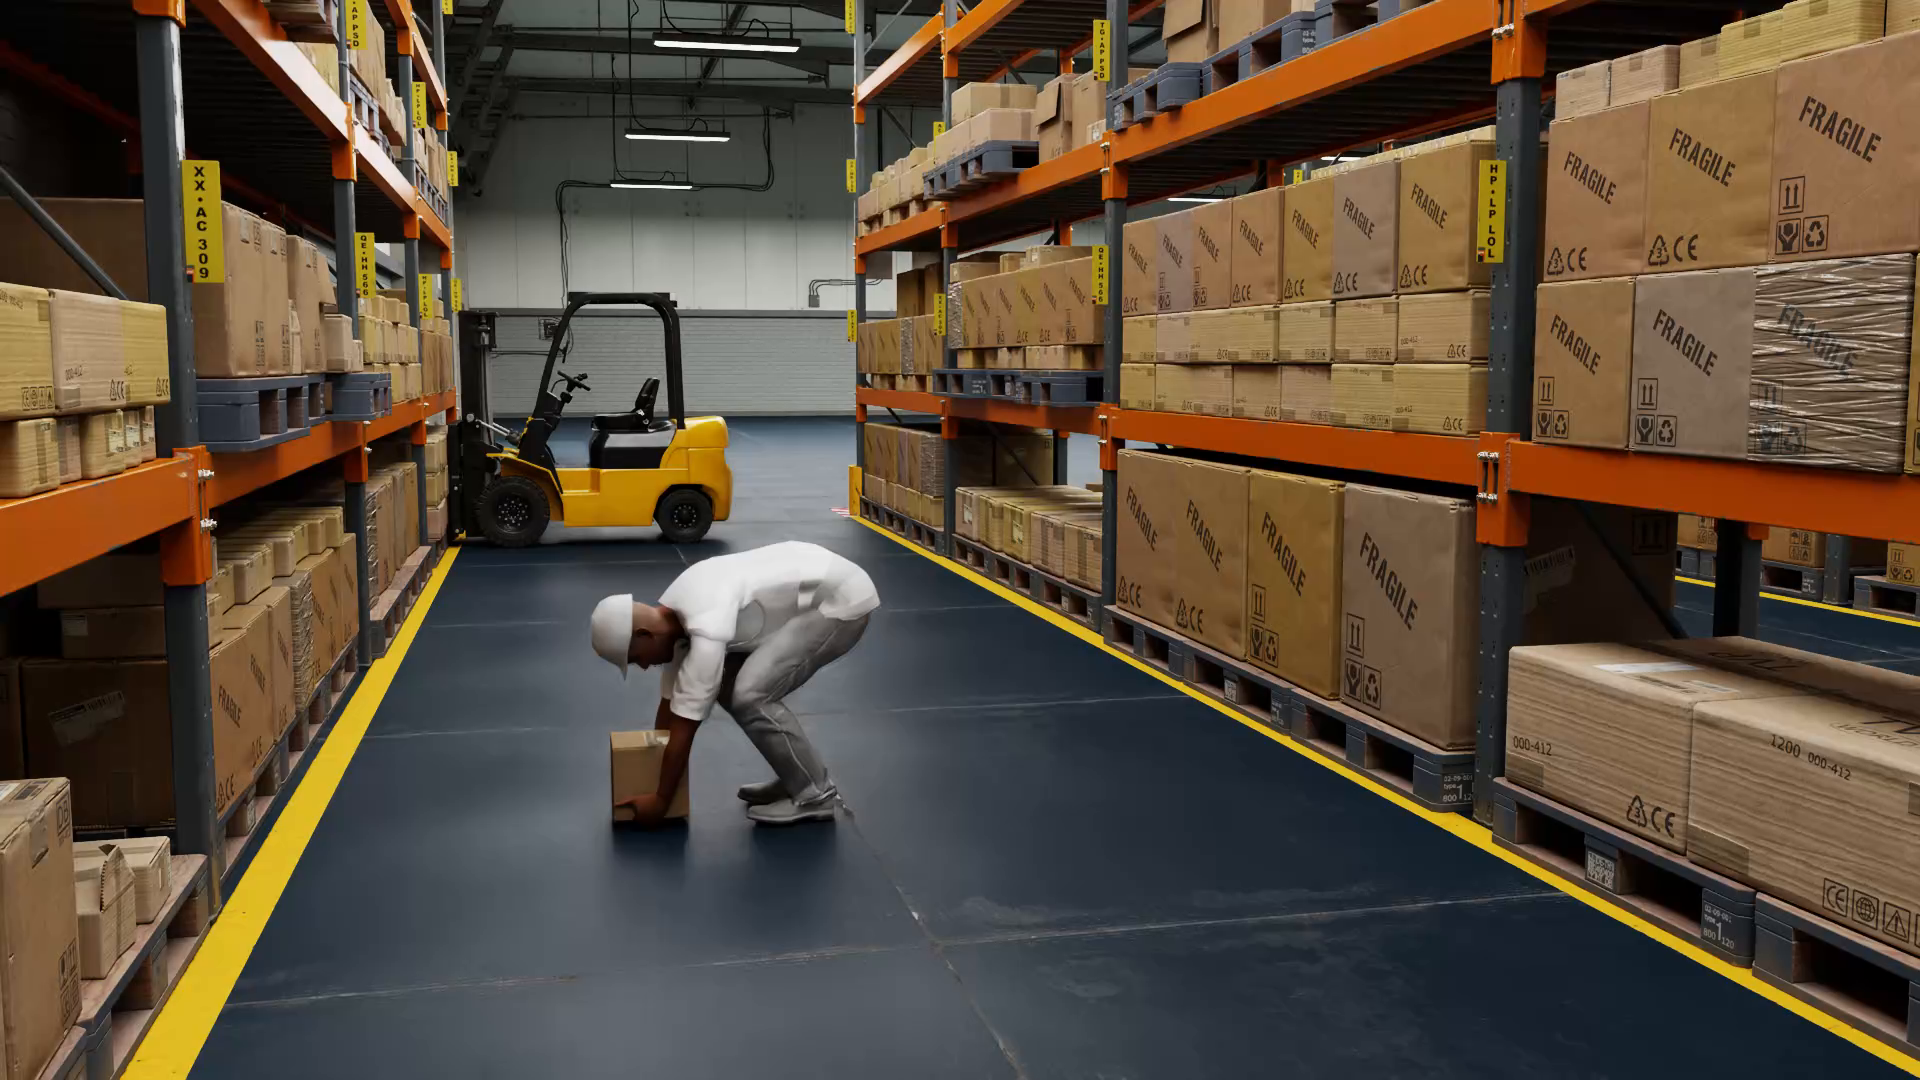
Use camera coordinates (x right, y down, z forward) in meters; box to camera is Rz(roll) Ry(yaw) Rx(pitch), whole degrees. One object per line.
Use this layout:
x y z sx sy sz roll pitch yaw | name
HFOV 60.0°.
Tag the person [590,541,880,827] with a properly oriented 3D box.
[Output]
-0.767 0.483 5.701 0.974 0.938 0.501 -2 6 -16 | person
